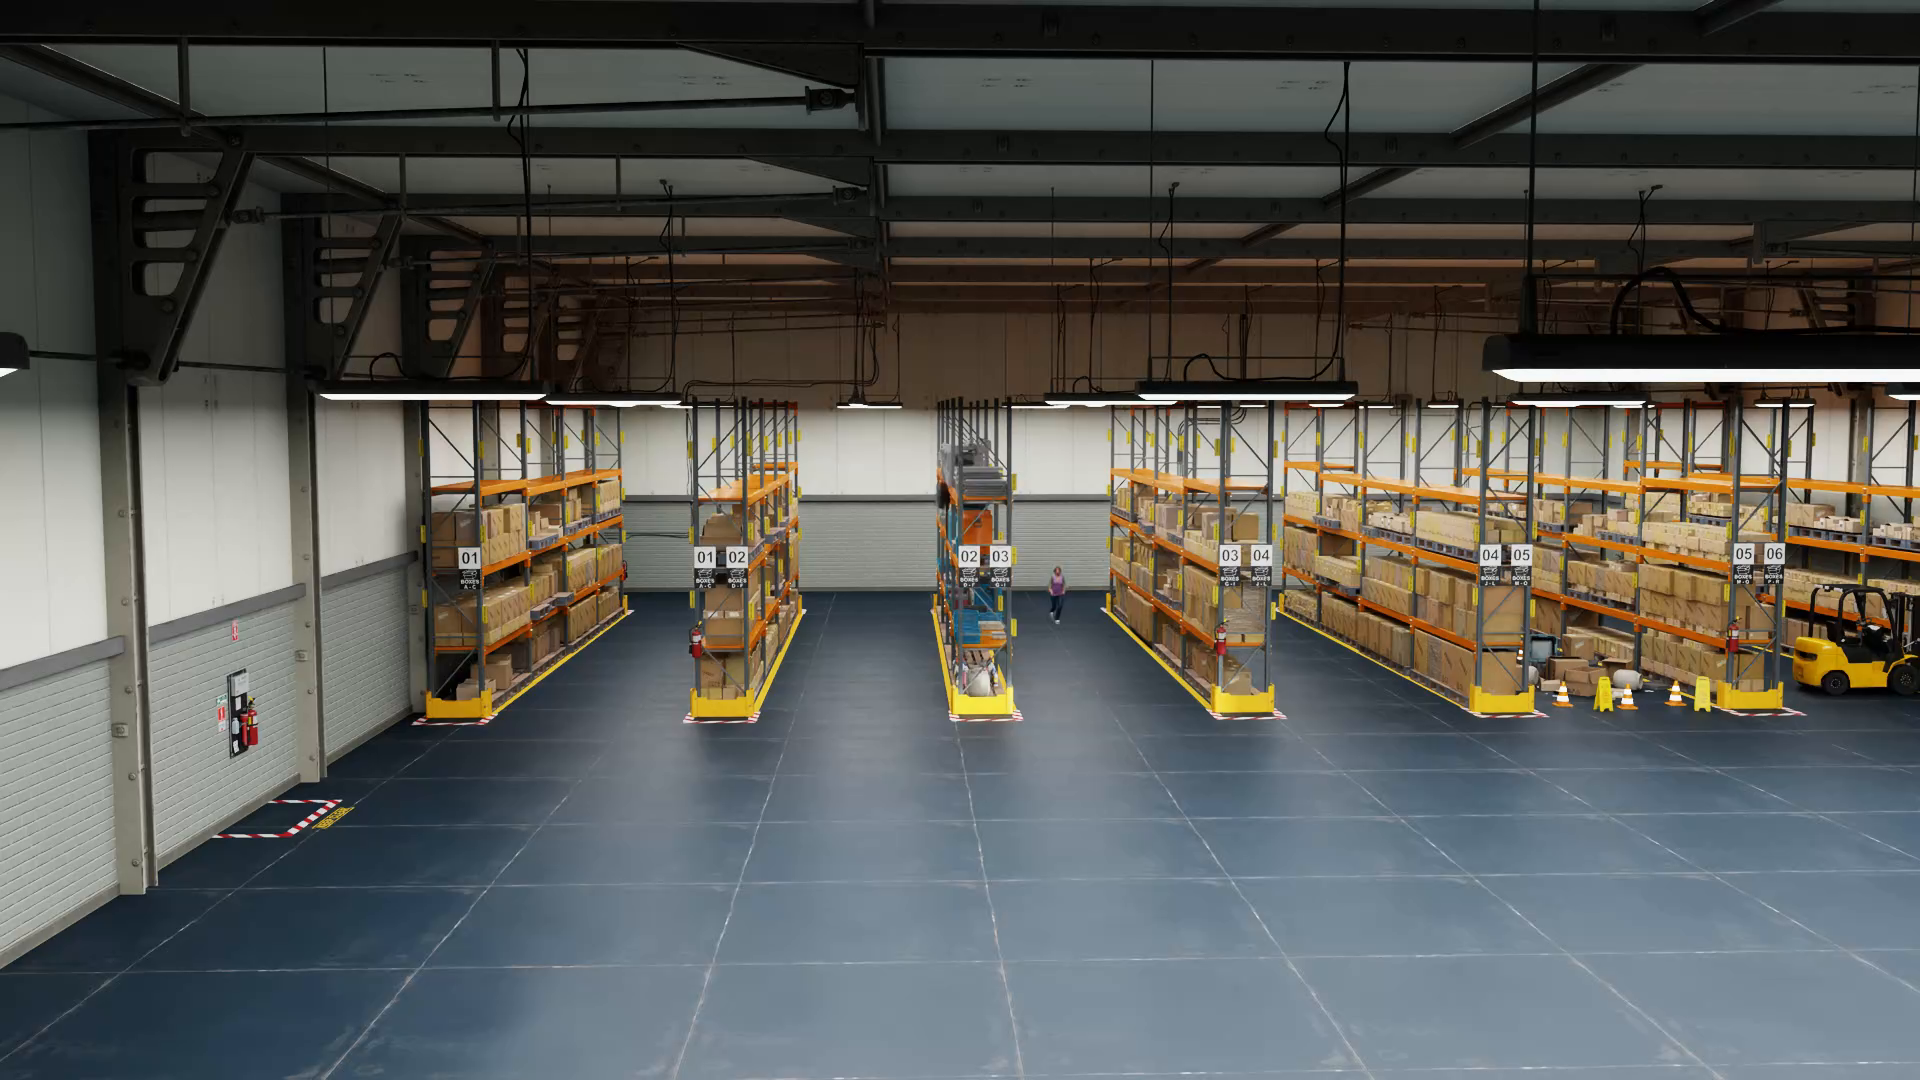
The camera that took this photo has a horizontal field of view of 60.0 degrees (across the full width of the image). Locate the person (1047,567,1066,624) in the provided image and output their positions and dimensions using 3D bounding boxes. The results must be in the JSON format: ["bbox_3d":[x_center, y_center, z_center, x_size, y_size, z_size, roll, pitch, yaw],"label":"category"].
[{"bbox_3d":[2.610,1.486,44.980,0.520,1.559,0.644,-1,4,-9],"label":"person"}]
